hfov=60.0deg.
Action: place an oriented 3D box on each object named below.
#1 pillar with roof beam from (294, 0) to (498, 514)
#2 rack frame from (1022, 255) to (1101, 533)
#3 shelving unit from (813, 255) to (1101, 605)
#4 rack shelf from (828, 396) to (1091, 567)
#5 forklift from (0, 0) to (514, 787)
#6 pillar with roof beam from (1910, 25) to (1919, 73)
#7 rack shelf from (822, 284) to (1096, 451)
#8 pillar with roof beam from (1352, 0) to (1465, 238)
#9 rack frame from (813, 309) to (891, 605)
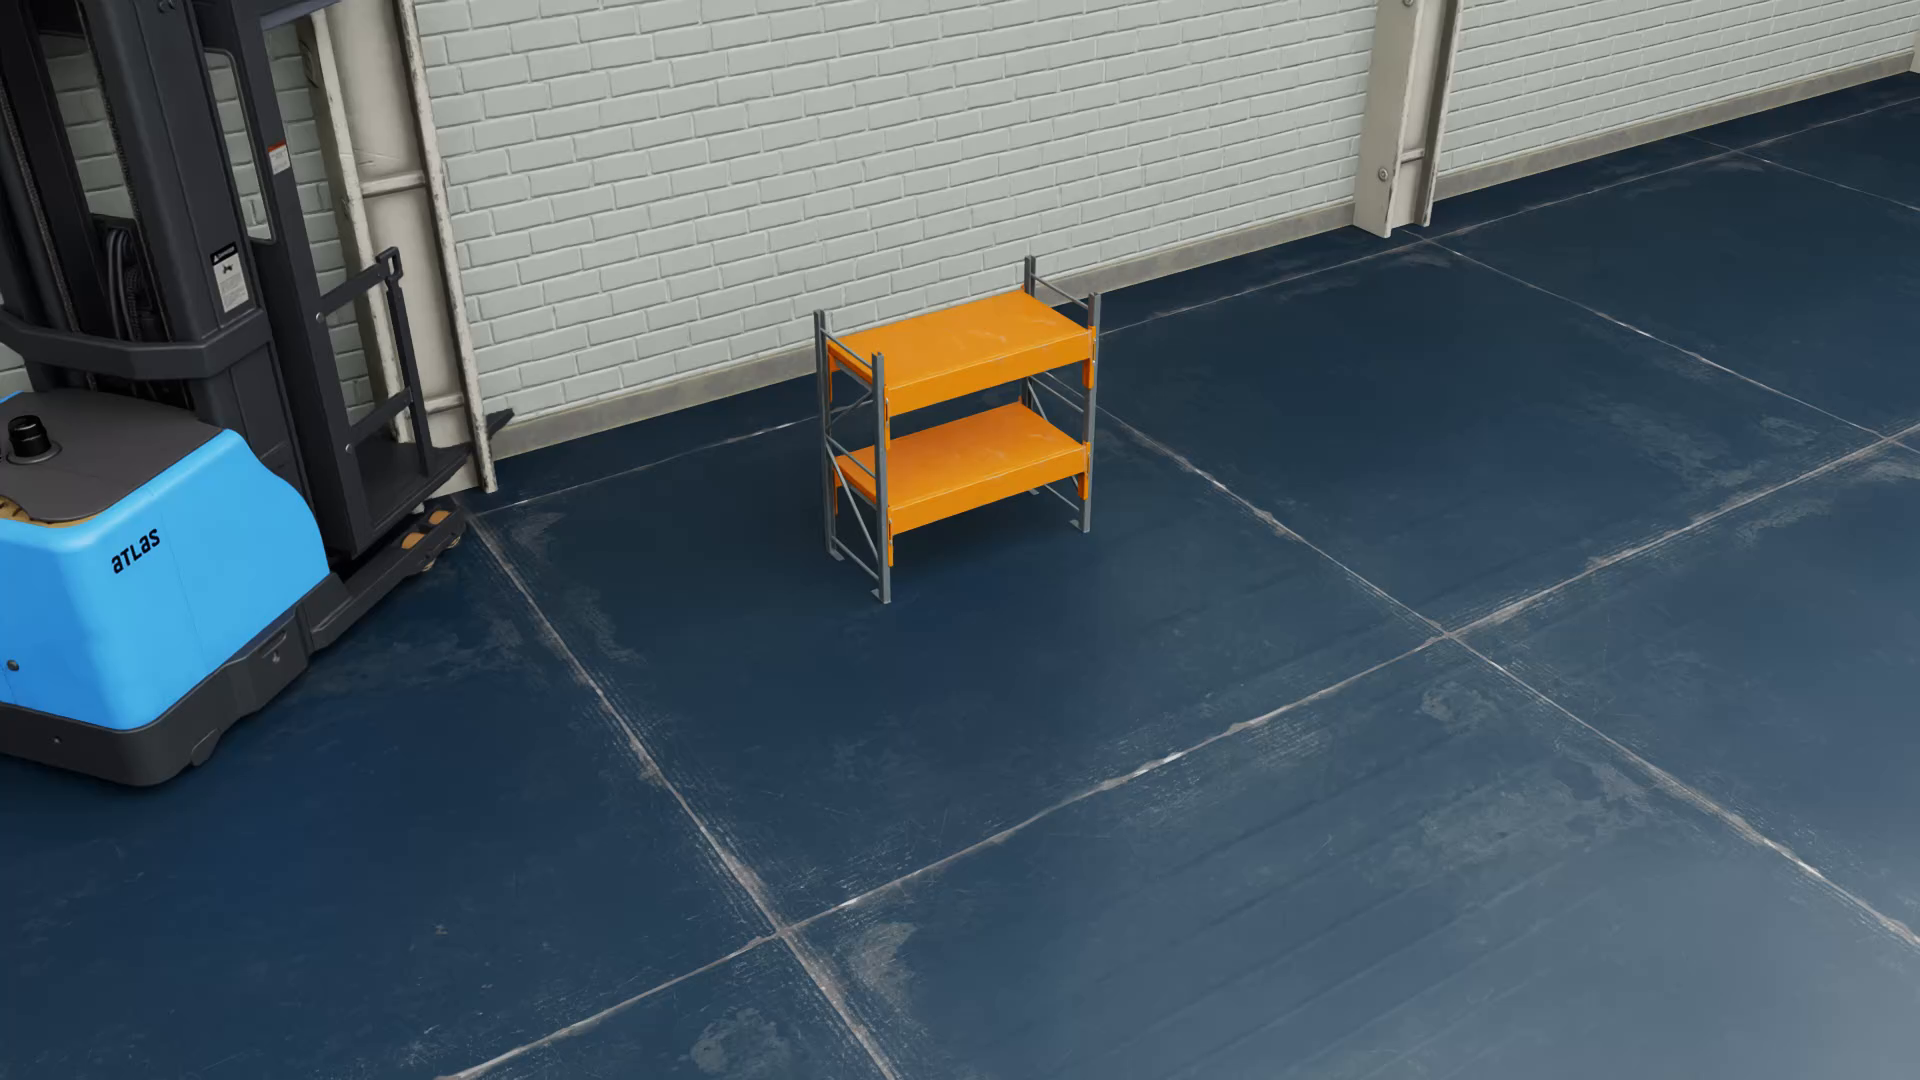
[{"bbox_3d":[-0.031,-2.115,2.169,0.400,9.000,9.100,-19,37,-27],"label":"pillar with roof beam"},{"bbox_3d":[0.422,-0.621,7.180,0.032,1.125,0.500,-19,37,-27],"label":"rack frame"},{"bbox_3d":[-0.006,-0.474,6.947,1.048,1.125,0.538,-19,37,-27],"label":"shelving unit"},{"bbox_3d":[-0.006,-0.267,7.077,1.000,0.278,0.538,-19,37,-27],"label":"rack shelf"},{"bbox_3d":[-2.788,-1.163,6.347,1.130,2.935,3.031,10,34,16],"label":"forklift"},{"bbox_3d":[10.055,-5.584,7.668,0.400,9.000,9.100,-19,37,-27],"label":"pillar with roof beam"},{"bbox_3d":[-0.006,-0.721,6.791,1.000,0.278,0.538,-19,37,-27],"label":"rack shelf"},{"bbox_3d":[5.012,-3.850,4.918,0.400,9.000,9.100,-19,37,-27],"label":"pillar with roof beam"},{"bbox_3d":[-0.433,-0.327,6.714,0.032,1.125,0.500,-19,37,-27],"label":"rack frame"}]
